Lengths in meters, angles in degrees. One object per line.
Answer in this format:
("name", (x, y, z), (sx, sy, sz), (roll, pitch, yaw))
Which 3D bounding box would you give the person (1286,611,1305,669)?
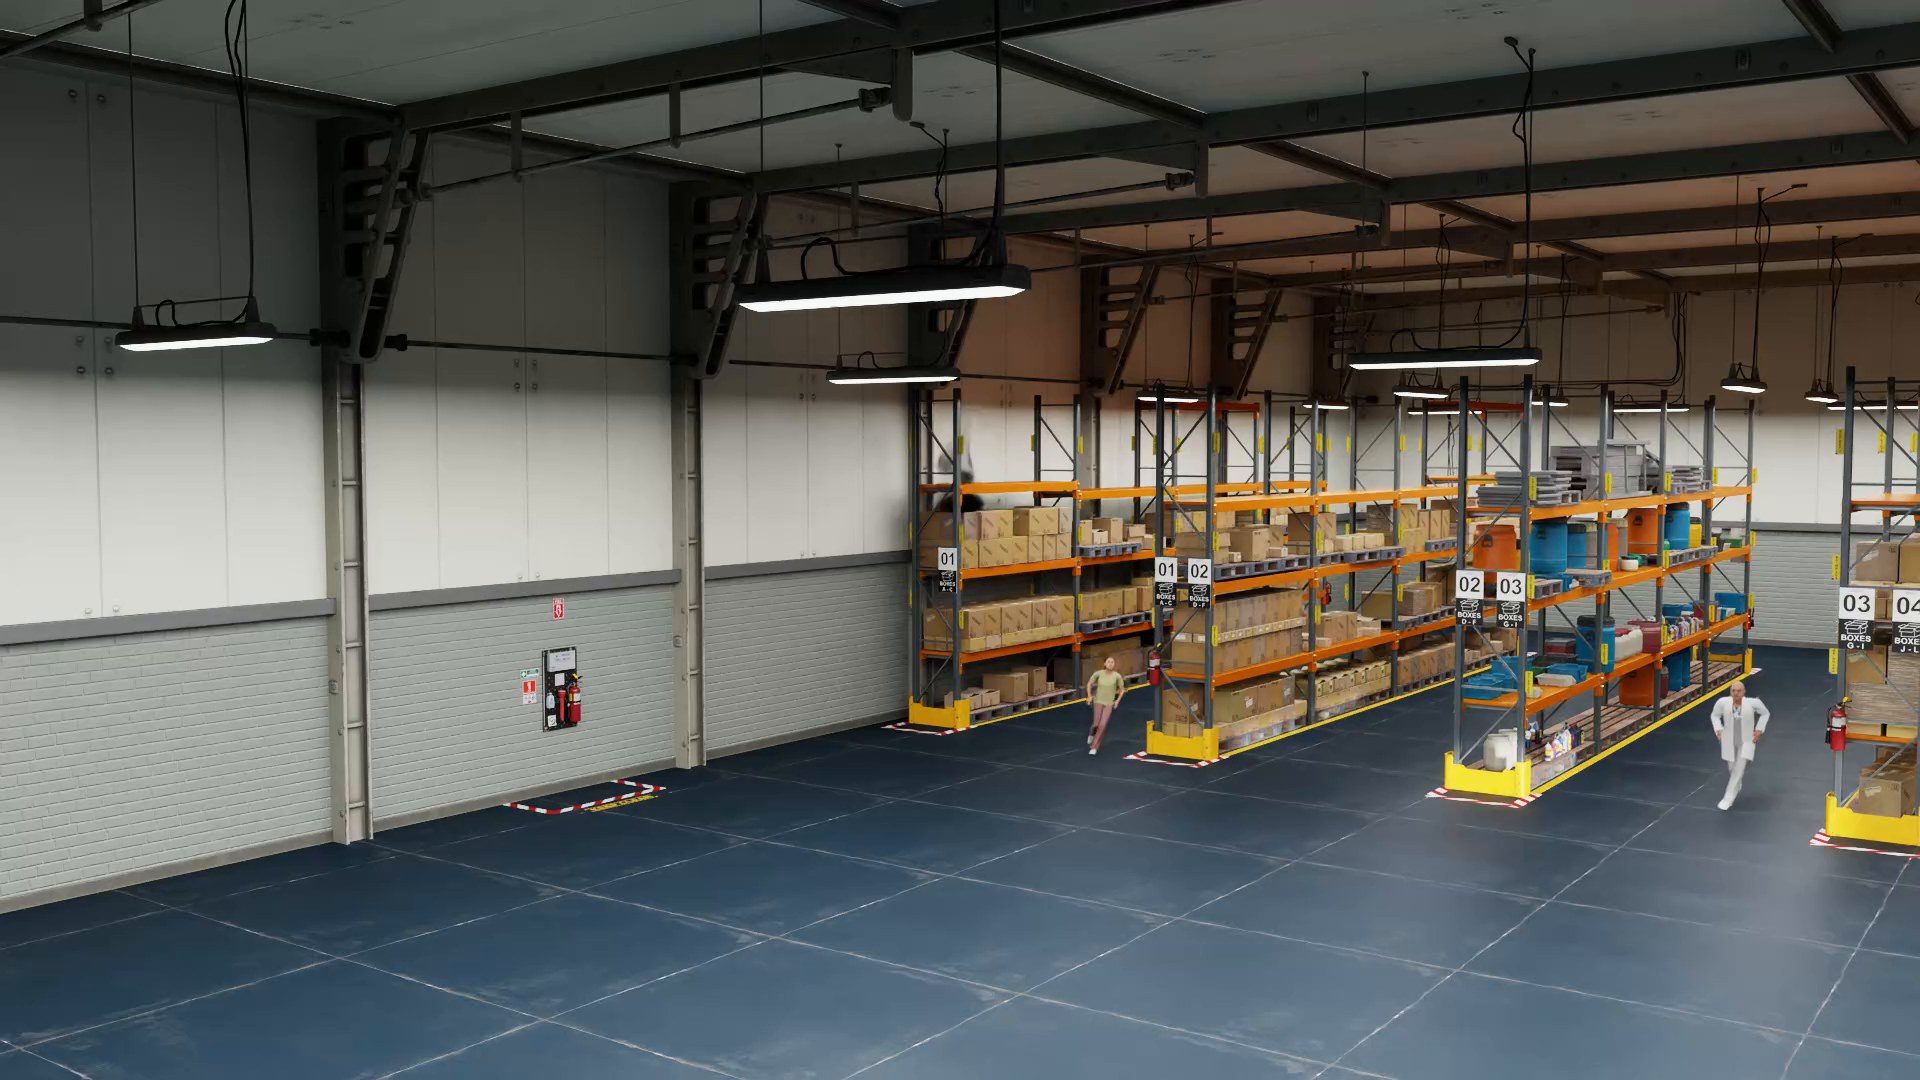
("person", (7.409, 2.005, 37.363), (0.674, 1.766, 0.741), (2, 4, 35))

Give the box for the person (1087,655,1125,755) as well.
("person", (2.374, 2.666, 26.987), (0.609, 1.586, 0.545), (0, 3, 2))

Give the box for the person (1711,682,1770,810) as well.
("person", (10.802, 2.808, 23.051), (0.739, 1.733, 1.127), (2, 4, 31))
